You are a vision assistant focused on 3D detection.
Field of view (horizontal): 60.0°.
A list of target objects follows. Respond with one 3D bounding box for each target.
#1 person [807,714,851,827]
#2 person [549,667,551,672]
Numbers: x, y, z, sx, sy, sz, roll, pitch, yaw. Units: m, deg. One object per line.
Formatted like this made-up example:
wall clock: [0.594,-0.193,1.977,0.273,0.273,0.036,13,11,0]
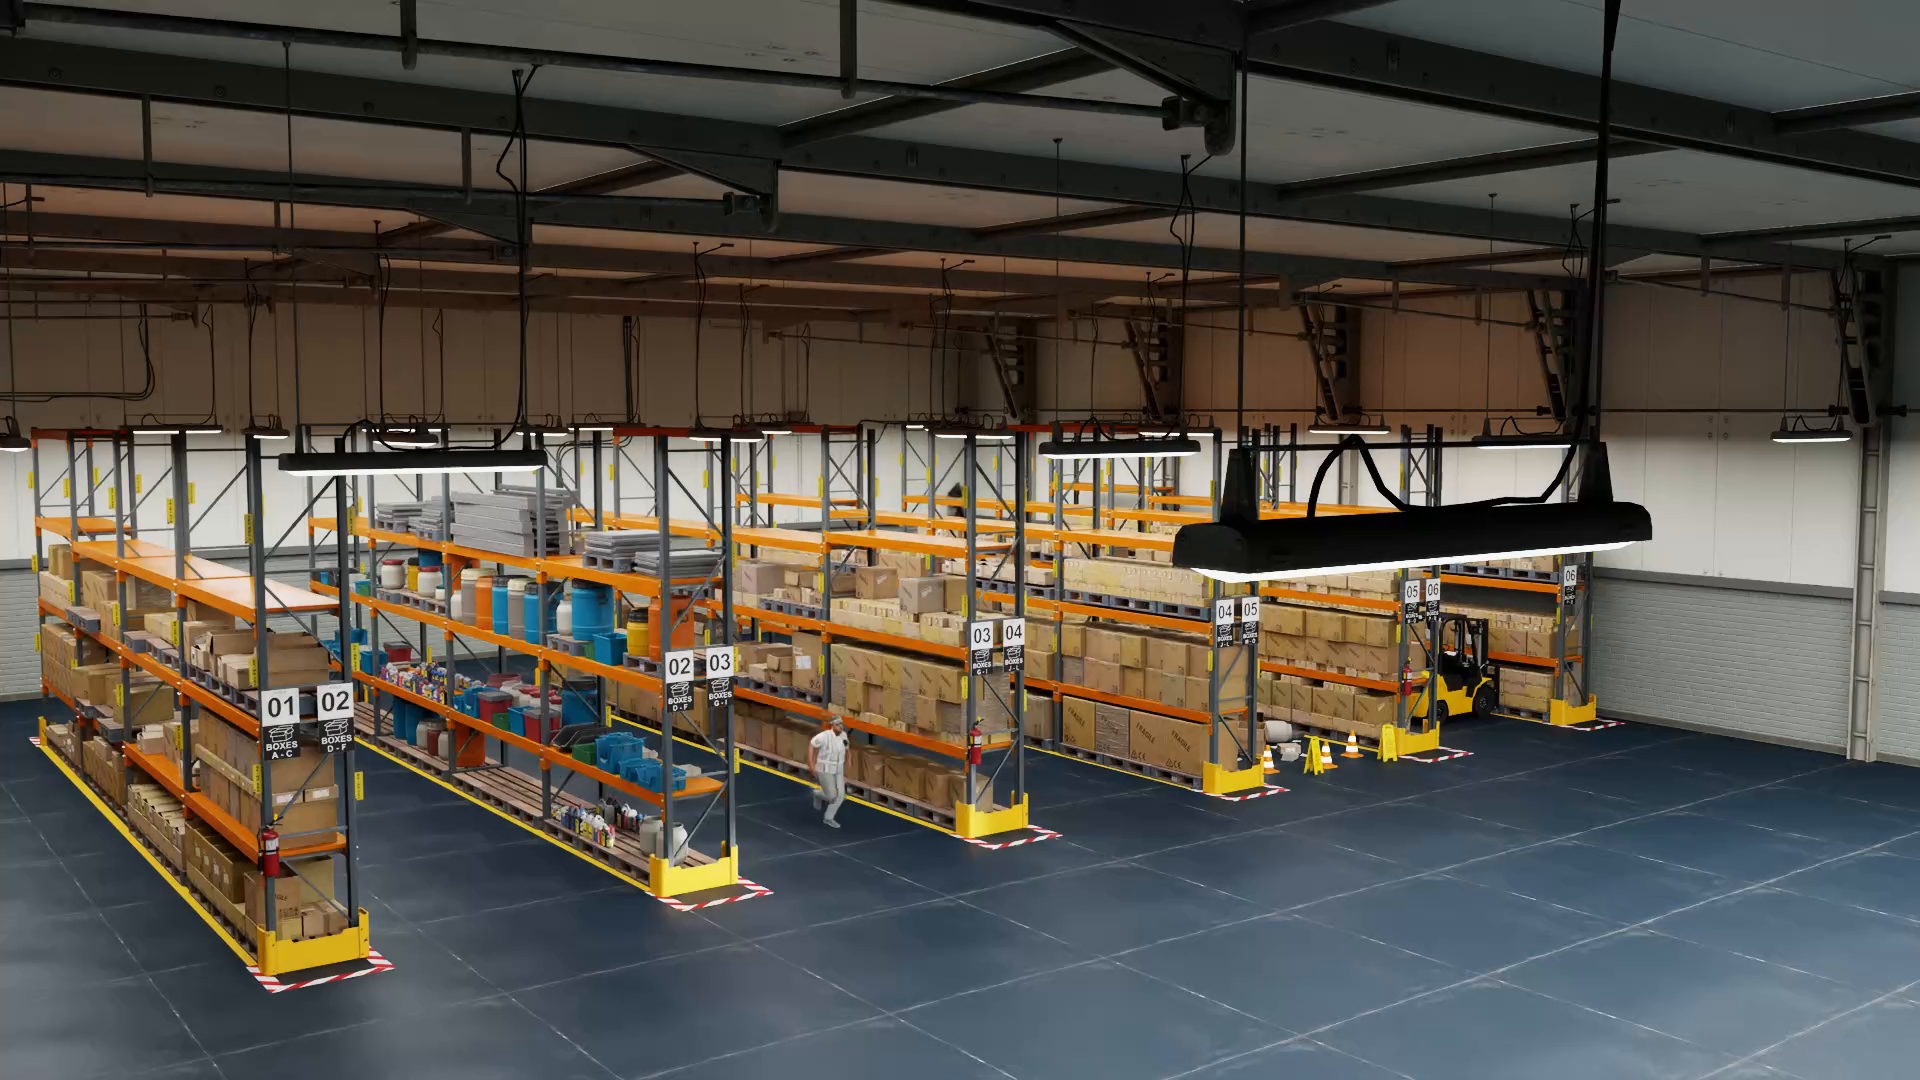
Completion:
person: [-1.963,3.500,25.323,0.702,1.740,0.684,-4,6,-40]
person: [-9.231,2.473,38.656,0.771,1.710,0.753,-1,5,-17]
